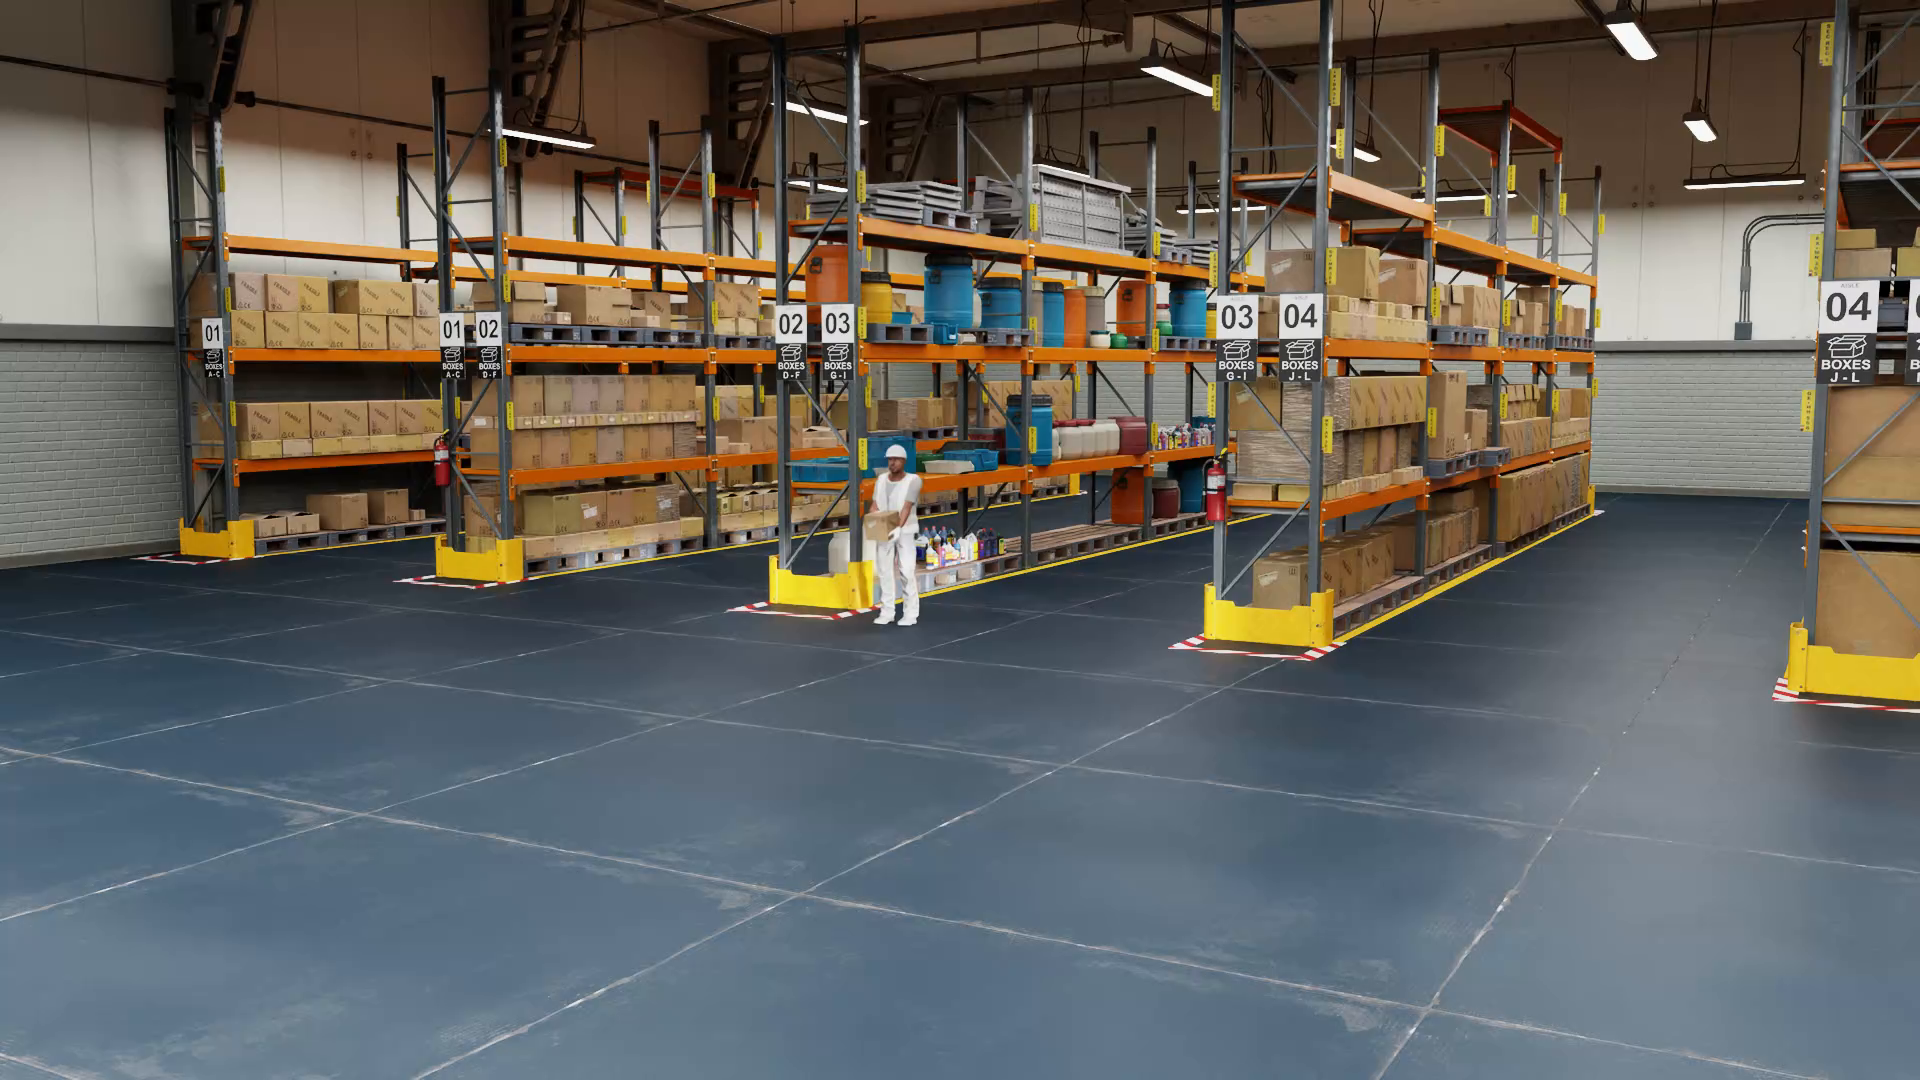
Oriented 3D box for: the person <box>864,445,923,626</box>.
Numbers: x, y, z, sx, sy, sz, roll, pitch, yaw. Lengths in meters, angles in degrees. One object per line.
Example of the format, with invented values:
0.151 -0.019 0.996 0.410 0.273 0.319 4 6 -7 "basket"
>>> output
-0.661 -0.043 16.403 0.491 1.781 0.583 3 7 28 "person"
